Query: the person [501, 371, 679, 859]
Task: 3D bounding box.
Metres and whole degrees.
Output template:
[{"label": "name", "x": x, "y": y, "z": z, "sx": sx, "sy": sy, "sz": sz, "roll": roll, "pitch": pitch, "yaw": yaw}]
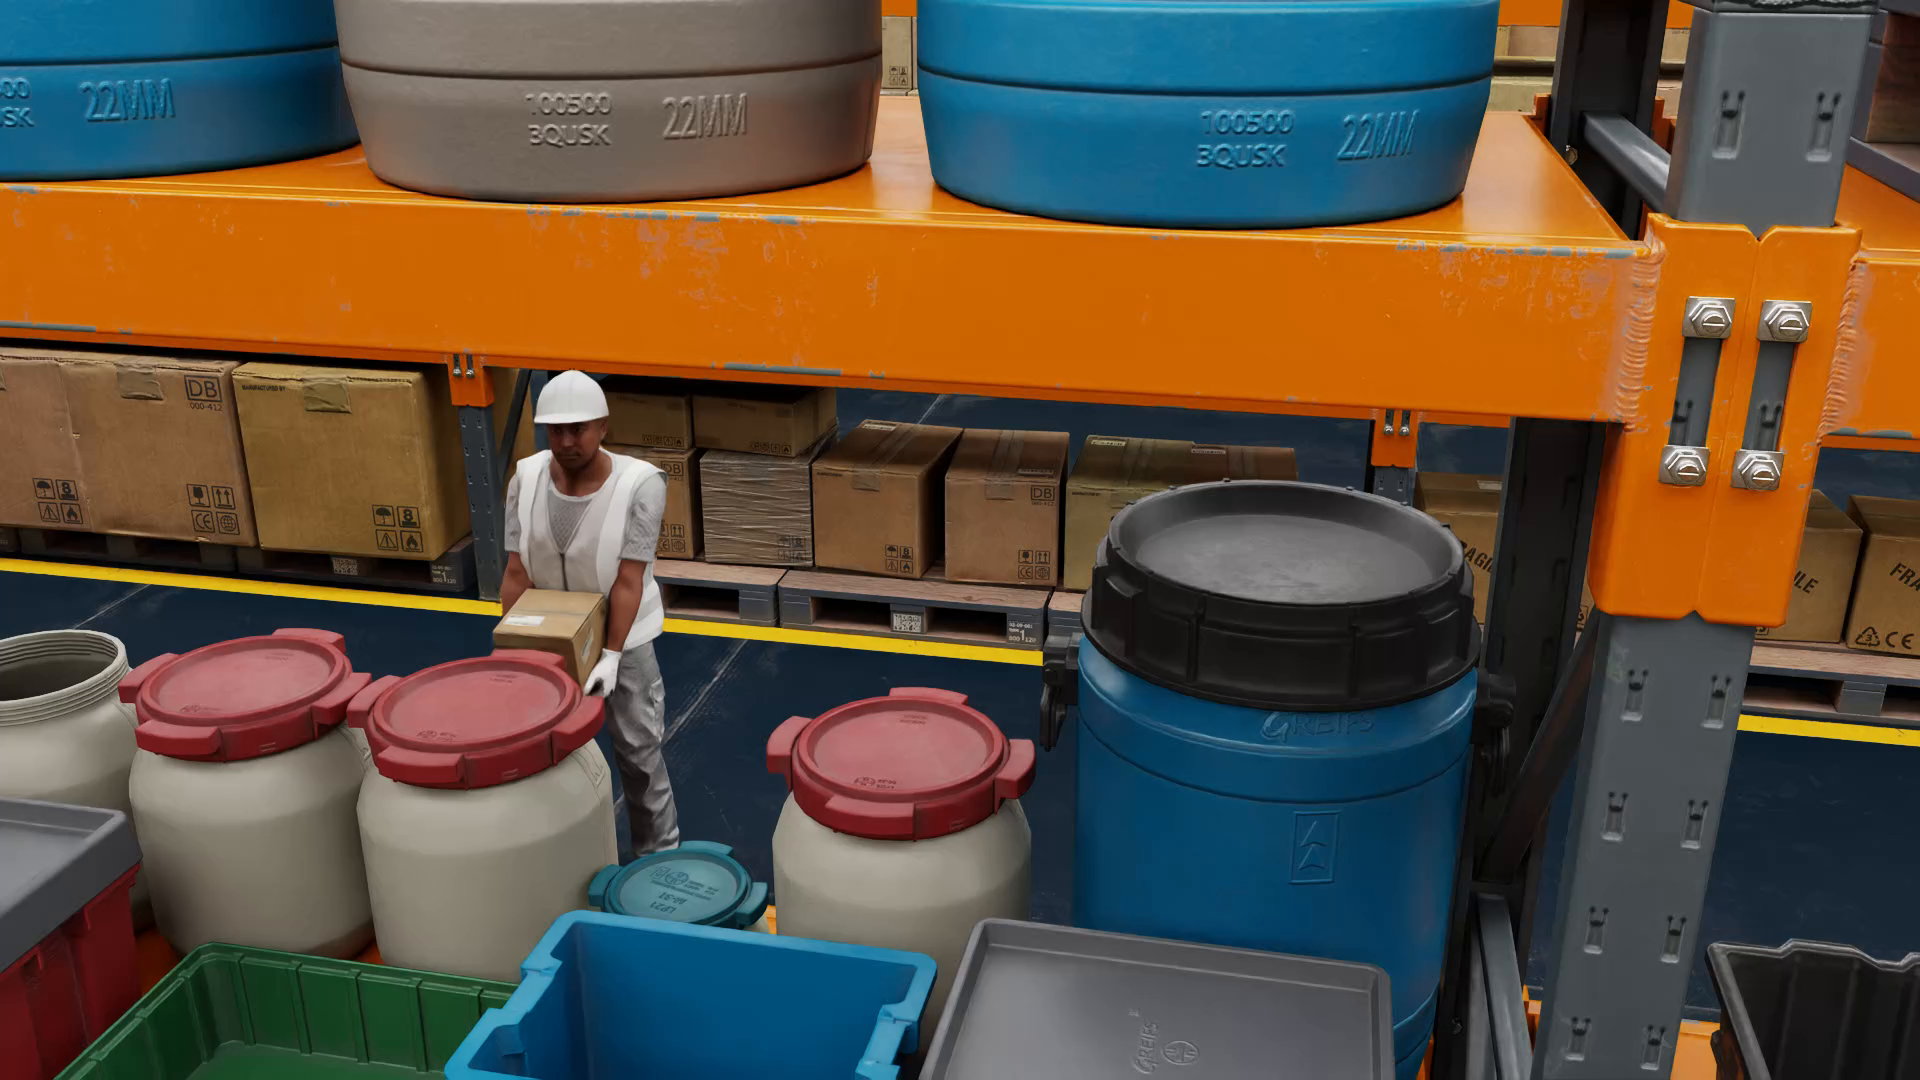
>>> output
[{"label": "person", "x": -1.158, "y": 0.353, "z": 5.158, "sx": 0.489, "sy": 1.778, "sz": 0.587, "roll": 4, "pitch": 22, "yaw": 10}]
